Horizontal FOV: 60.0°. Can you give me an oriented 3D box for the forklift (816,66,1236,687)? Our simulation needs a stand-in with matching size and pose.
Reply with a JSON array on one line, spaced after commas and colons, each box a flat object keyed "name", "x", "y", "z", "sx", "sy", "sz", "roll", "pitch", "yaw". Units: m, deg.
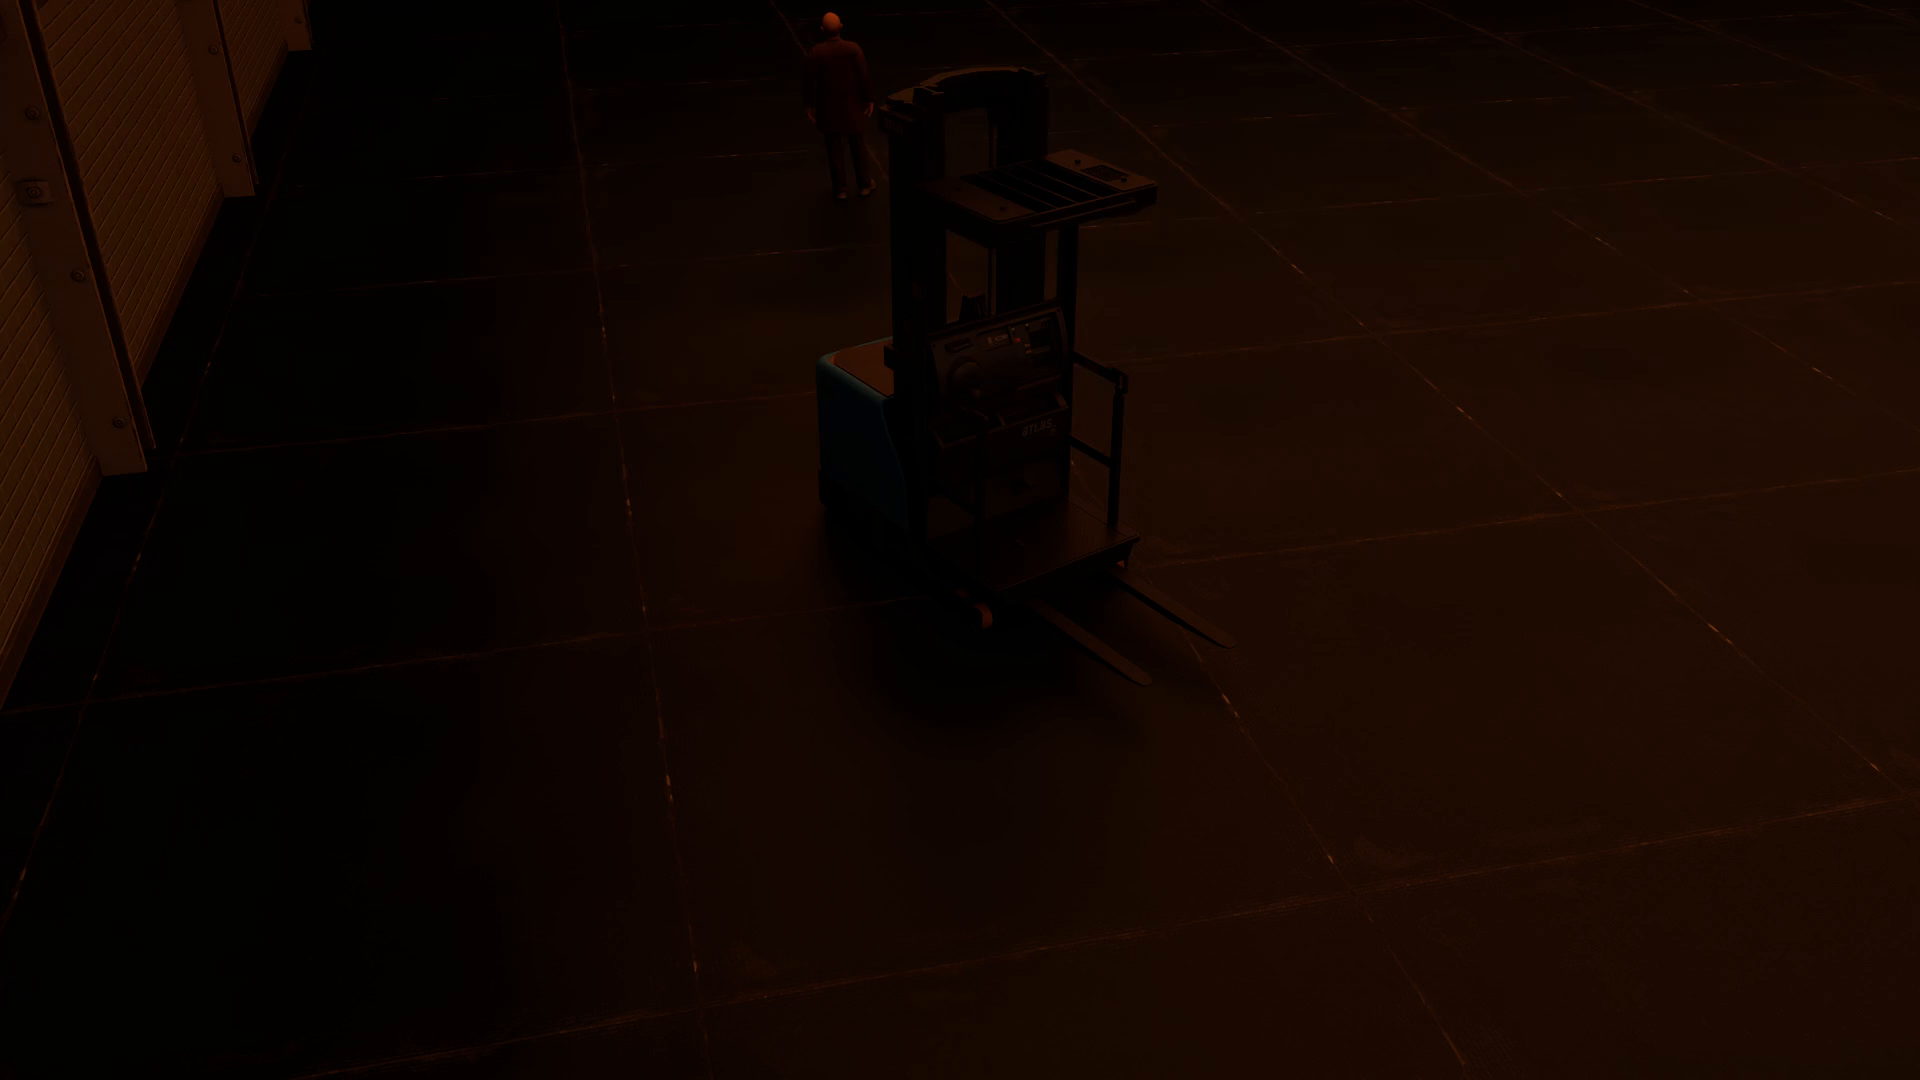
[{"name": "forklift", "x": 0.355, "y": -1.021, "z": 9.338, "sx": 1.130, "sy": 2.935, "sz": 3.031, "roll": -20, "pitch": 35, "yaw": -30}]

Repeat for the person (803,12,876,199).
[{"name": "person", "x": -1.155, "y": -4.173, "z": 15.920, "sx": 0.695, "sy": 1.775, "sz": 0.582, "roll": -1, "pitch": 30, "yaw": -1}]
